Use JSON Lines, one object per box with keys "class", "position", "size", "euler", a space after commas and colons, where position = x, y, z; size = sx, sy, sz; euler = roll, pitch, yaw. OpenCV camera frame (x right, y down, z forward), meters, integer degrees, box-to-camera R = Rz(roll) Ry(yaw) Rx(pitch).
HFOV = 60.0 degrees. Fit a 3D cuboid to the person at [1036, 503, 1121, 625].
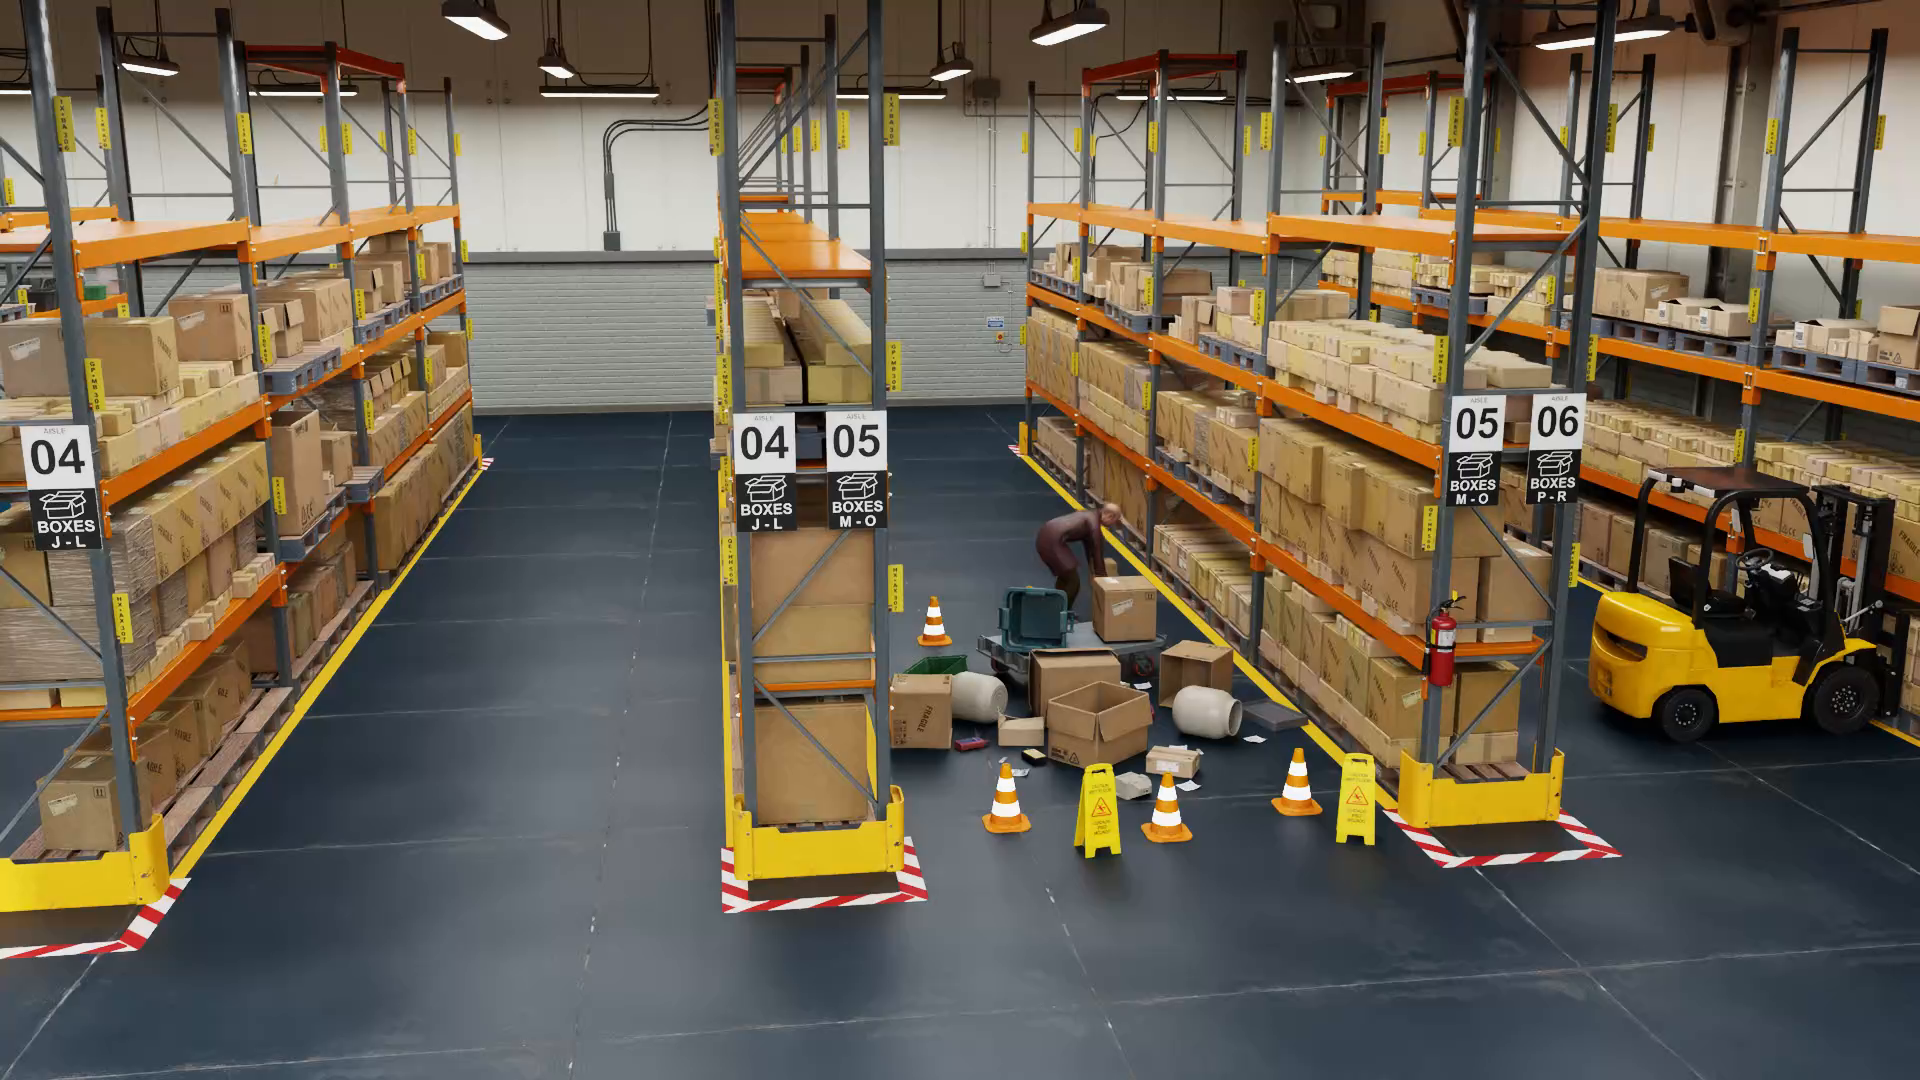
{"class": "person", "position": [1.249, 0.259, 17.492], "size": [0.909, 1.284, 0.562], "euler": [-2, 13, -10]}
